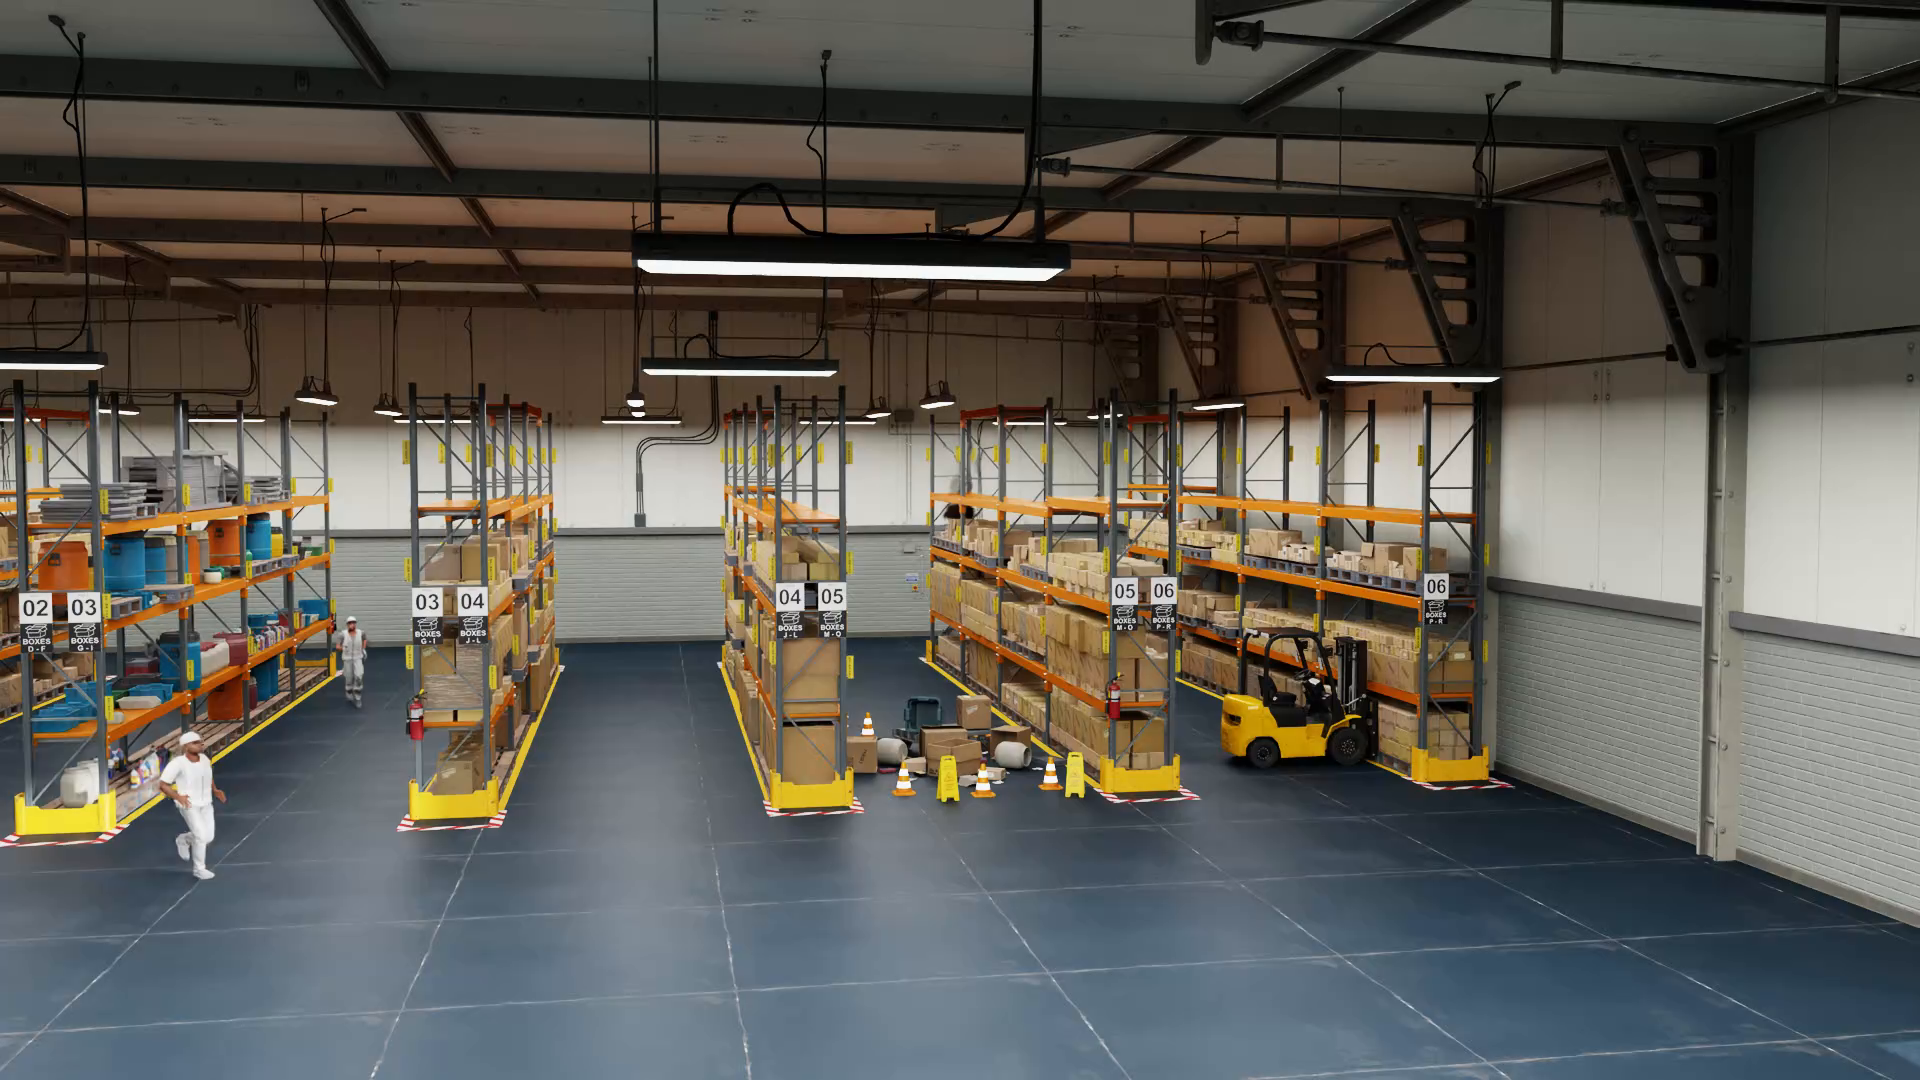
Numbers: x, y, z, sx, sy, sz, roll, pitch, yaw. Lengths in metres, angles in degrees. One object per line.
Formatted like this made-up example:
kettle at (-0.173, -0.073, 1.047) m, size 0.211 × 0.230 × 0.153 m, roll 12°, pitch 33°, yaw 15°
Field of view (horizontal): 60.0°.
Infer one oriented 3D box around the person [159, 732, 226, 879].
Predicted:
person at (-9.160, 3.143, 19.789) m, size 0.680 × 1.732 × 0.702 m, roll 1°, pitch 3°, yaw 24°

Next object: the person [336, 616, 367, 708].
person at (-12.149, 2.430, 33.216) m, size 0.589 × 1.830 × 0.835 m, roll -1°, pitch 3°, yaw -20°

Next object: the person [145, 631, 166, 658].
person at (-15.835, 2.552, 33.059) m, size 0.685 × 1.550 × 0.873 m, roll -1°, pitch 3°, yaw -18°

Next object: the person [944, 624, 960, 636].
person at (-0.091, 2.016, 41.612) m, size 0.741 × 1.822 × 0.625 m, roll -1°, pitch 3°, yaw -18°
